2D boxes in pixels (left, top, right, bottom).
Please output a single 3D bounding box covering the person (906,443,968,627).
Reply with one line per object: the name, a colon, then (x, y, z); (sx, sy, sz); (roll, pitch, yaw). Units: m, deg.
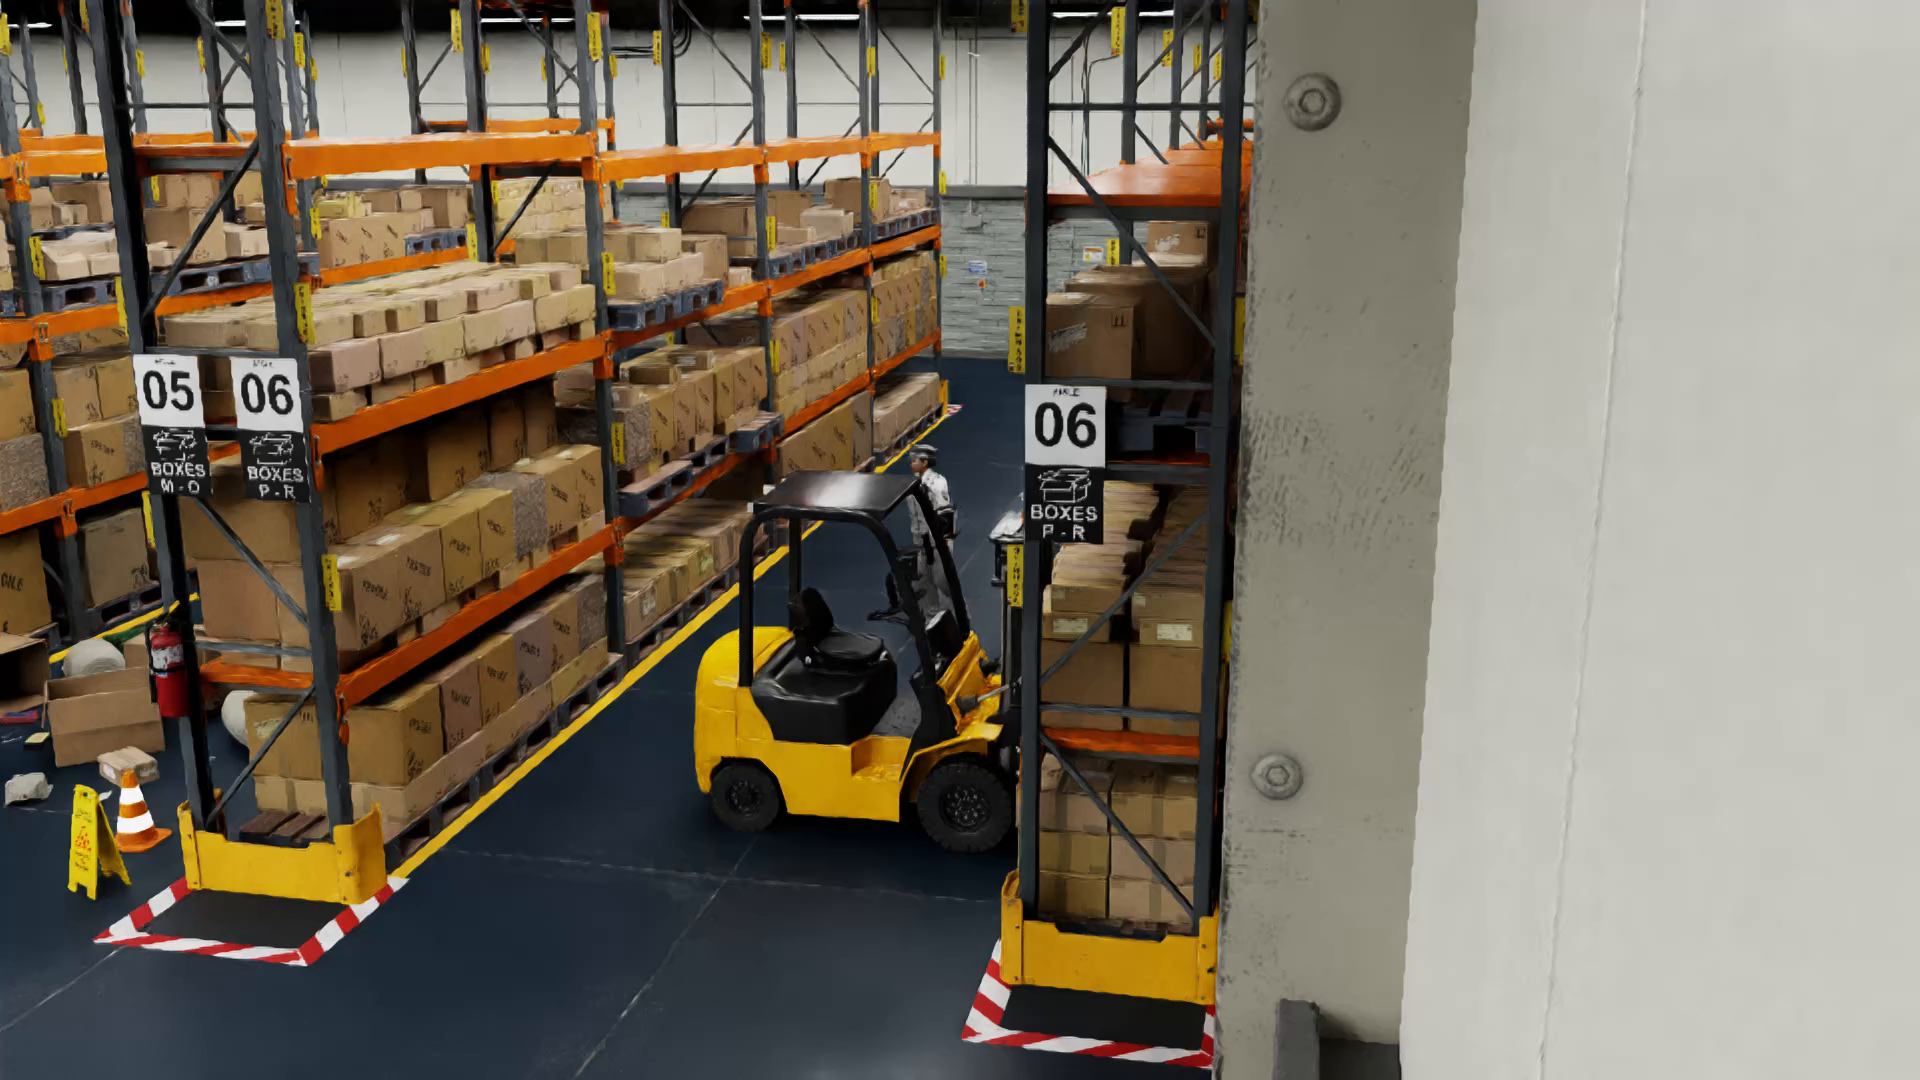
person: (-0.209, -0.049, 14.665); (0.525, 1.670, 0.522); (-13, 20, -41)
